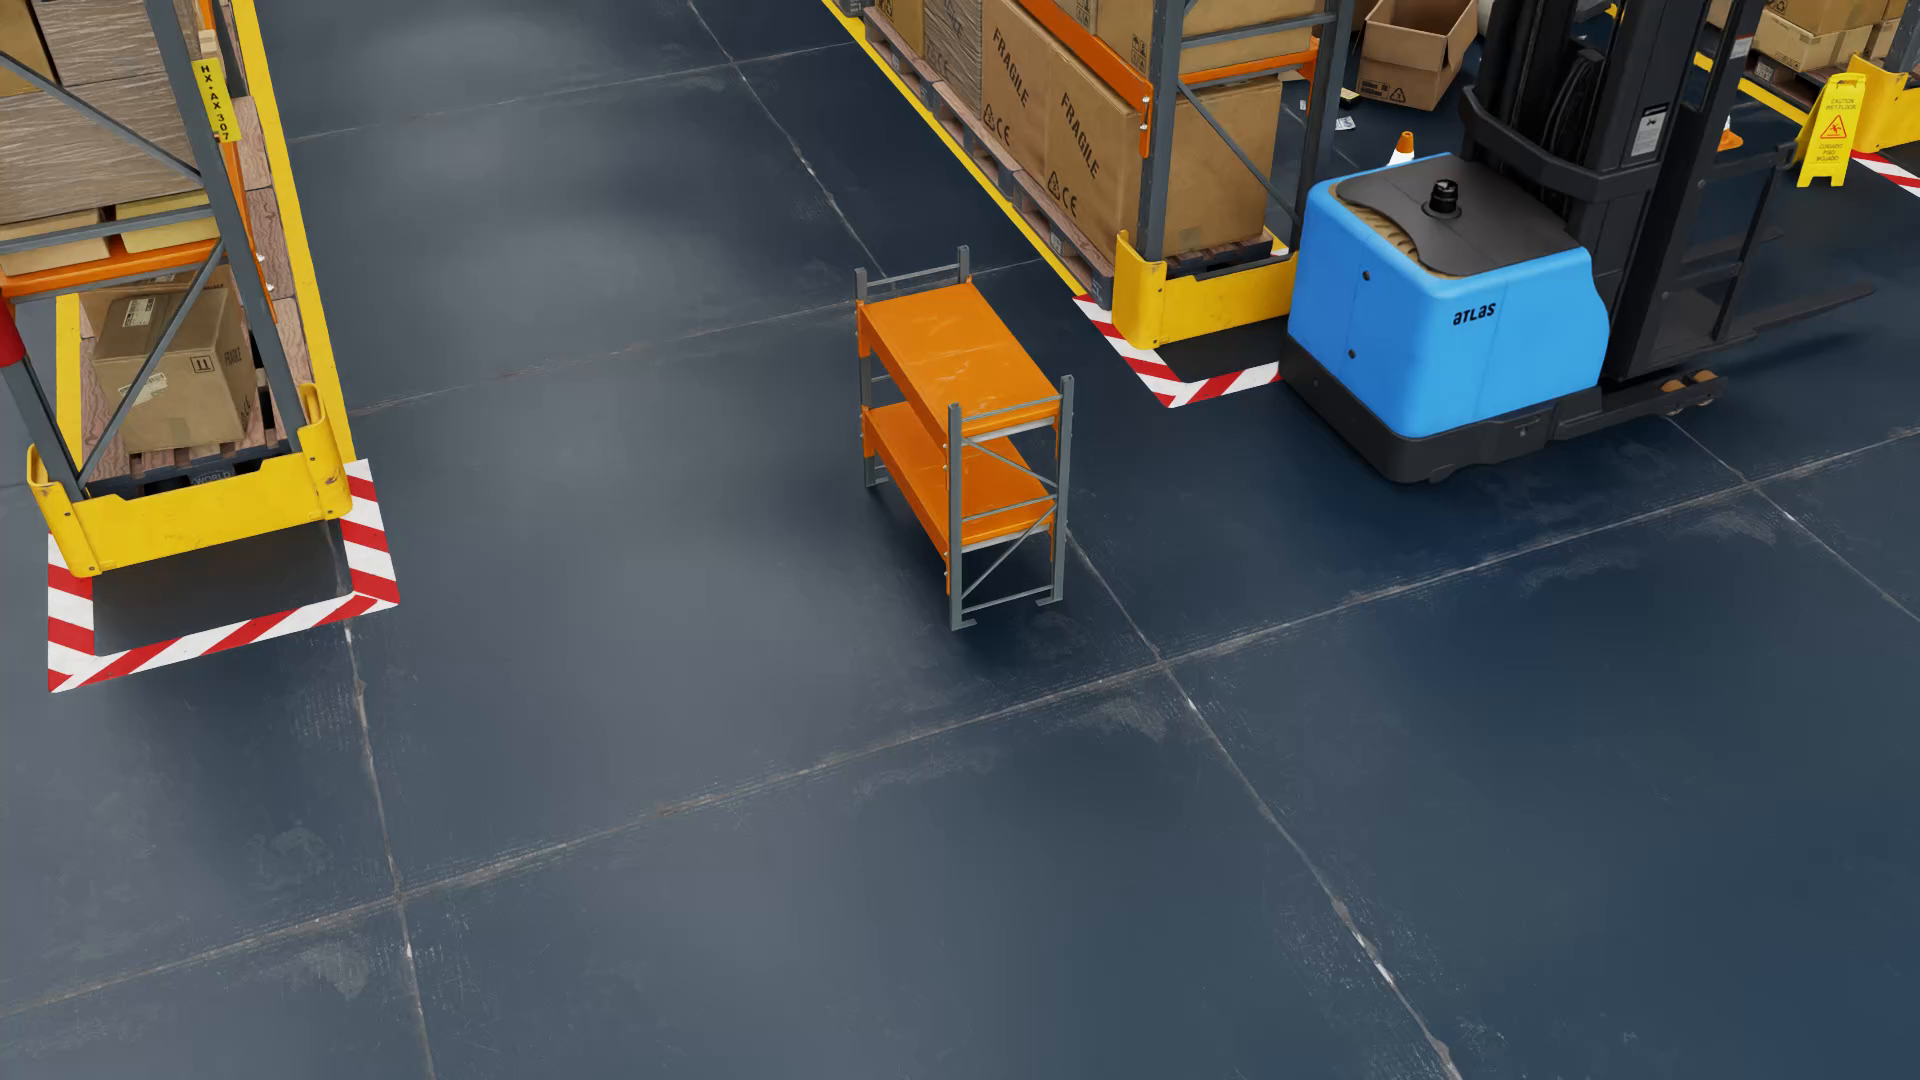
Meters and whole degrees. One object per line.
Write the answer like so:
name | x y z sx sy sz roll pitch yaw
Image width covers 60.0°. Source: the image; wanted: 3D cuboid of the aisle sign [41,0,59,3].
aisle sign | -2.966 -2.190 5.502 0.394 0.787 0.004 -15 43 -17

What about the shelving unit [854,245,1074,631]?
shelving unit | -0.003 -0.431 6.888 0.538 1.125 1.048 -15 43 -17

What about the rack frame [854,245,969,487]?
rack frame | -0.197 -0.737 7.244 0.500 1.125 0.032 -15 43 -17

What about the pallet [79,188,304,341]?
pallet | -4.037 -1.387 8.701 1.003 0.211 1.213 -15 43 -17

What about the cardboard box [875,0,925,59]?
cardboard box | 0.000 -3.710 10.572 0.875 0.875 0.875 -14 43 -16

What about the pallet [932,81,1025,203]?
pallet | 0.513 -2.482 9.974 1.003 0.211 1.213 -15 43 -17

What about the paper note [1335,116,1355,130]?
paper note | 2.339 -2.560 10.205 0.144 0.017 0.142 -2 41 -2

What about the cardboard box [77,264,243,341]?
cardboard box | -3.751 -1.110 7.836 0.500 0.500 0.500 -5 41 -6

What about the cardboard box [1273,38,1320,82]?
cardboard box | 2.183 -3.140 10.698 0.396 0.266 0.258 -8 41 -9

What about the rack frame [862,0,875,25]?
rack frame | -0.176 -4.753 10.477 1.000 3.000 0.127 -15 43 -17

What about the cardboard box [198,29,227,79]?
cardboard box | -3.640 -2.231 7.736 0.380 0.149 0.250 -15 43 -17

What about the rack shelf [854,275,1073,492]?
rack shelf | -0.003 -0.652 6.697 0.538 0.278 1.000 -15 43 -17

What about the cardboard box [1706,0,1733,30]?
cardboard box | 5.140 -3.490 10.794 0.500 0.250 0.500 -15 43 -17

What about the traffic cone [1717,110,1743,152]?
traffic cone | 4.533 -2.615 9.935 0.336 0.463 0.334 -15 43 -17

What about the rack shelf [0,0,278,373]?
rack shelf | -4.032 -2.099 7.942 1.077 0.370 4.000 -15 43 -17

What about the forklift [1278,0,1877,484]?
forklift | 3.109 -2.005 7.333 3.031 2.935 1.130 -16 43 -18

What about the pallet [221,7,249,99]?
pallet | -5.097 -2.988 10.563 1.003 0.211 1.213 -15 43 -17

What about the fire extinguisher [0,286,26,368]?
fire extinguisher | -3.649 -0.954 6.118 0.296 0.674 0.183 -15 43 -17

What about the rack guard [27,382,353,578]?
rack guard | -3.296 -0.265 7.175 1.175 0.500 0.348 -15 43 -17

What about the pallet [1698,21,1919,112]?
pallet | 5.582 -3.126 10.723 1.003 0.211 1.213 -15 43 -17

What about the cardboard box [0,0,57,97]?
cardboard box | -3.706 -1.966 6.164 0.500 0.500 0.500 -15 43 -17

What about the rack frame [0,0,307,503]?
rack frame | -3.267 -1.167 6.306 1.000 3.000 0.127 -15 43 -17

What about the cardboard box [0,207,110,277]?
cardboard box | -3.567 -1.192 6.528 0.380 0.149 0.250 -15 43 -17

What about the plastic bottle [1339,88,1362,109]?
plastic bottle | 2.373 -2.799 10.458 0.133 0.061 0.283 -31 49 -31

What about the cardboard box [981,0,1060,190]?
cardboard box | 0.695 -2.619 9.302 0.875 0.875 0.875 -16 43 -18

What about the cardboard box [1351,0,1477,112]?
cardboard box | 2.878 -3.119 10.491 0.637 0.503 0.797 19 44 20

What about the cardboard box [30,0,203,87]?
cardboard box | -3.225 -2.096 6.315 0.500 0.500 0.500 -15 43 -17

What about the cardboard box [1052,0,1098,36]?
cardboard box | 0.940 -2.938 8.251 0.875 0.550 0.550 -15 43 -17

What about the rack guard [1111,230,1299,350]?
rack guard | 1.364 -1.381 8.473 1.175 0.500 0.348 -15 43 -17

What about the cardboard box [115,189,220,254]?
cardboard box | -3.156 -1.303 6.657 0.380 0.149 0.250 -15 43 -17

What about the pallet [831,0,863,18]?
pallet | -0.541 -4.142 11.904 1.003 0.211 1.213 -15 43 -17

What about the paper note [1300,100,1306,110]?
paper note | 2.147 -2.723 10.409 0.032 0.001 0.123 5 41 6

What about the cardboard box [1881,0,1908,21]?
cardboard box | 5.826 -3.609 10.358 0.500 0.500 0.500 -16 43 -18

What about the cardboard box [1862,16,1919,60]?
cardboard box | 5.836 -3.311 10.586 0.500 0.250 0.500 -15 43 -17
